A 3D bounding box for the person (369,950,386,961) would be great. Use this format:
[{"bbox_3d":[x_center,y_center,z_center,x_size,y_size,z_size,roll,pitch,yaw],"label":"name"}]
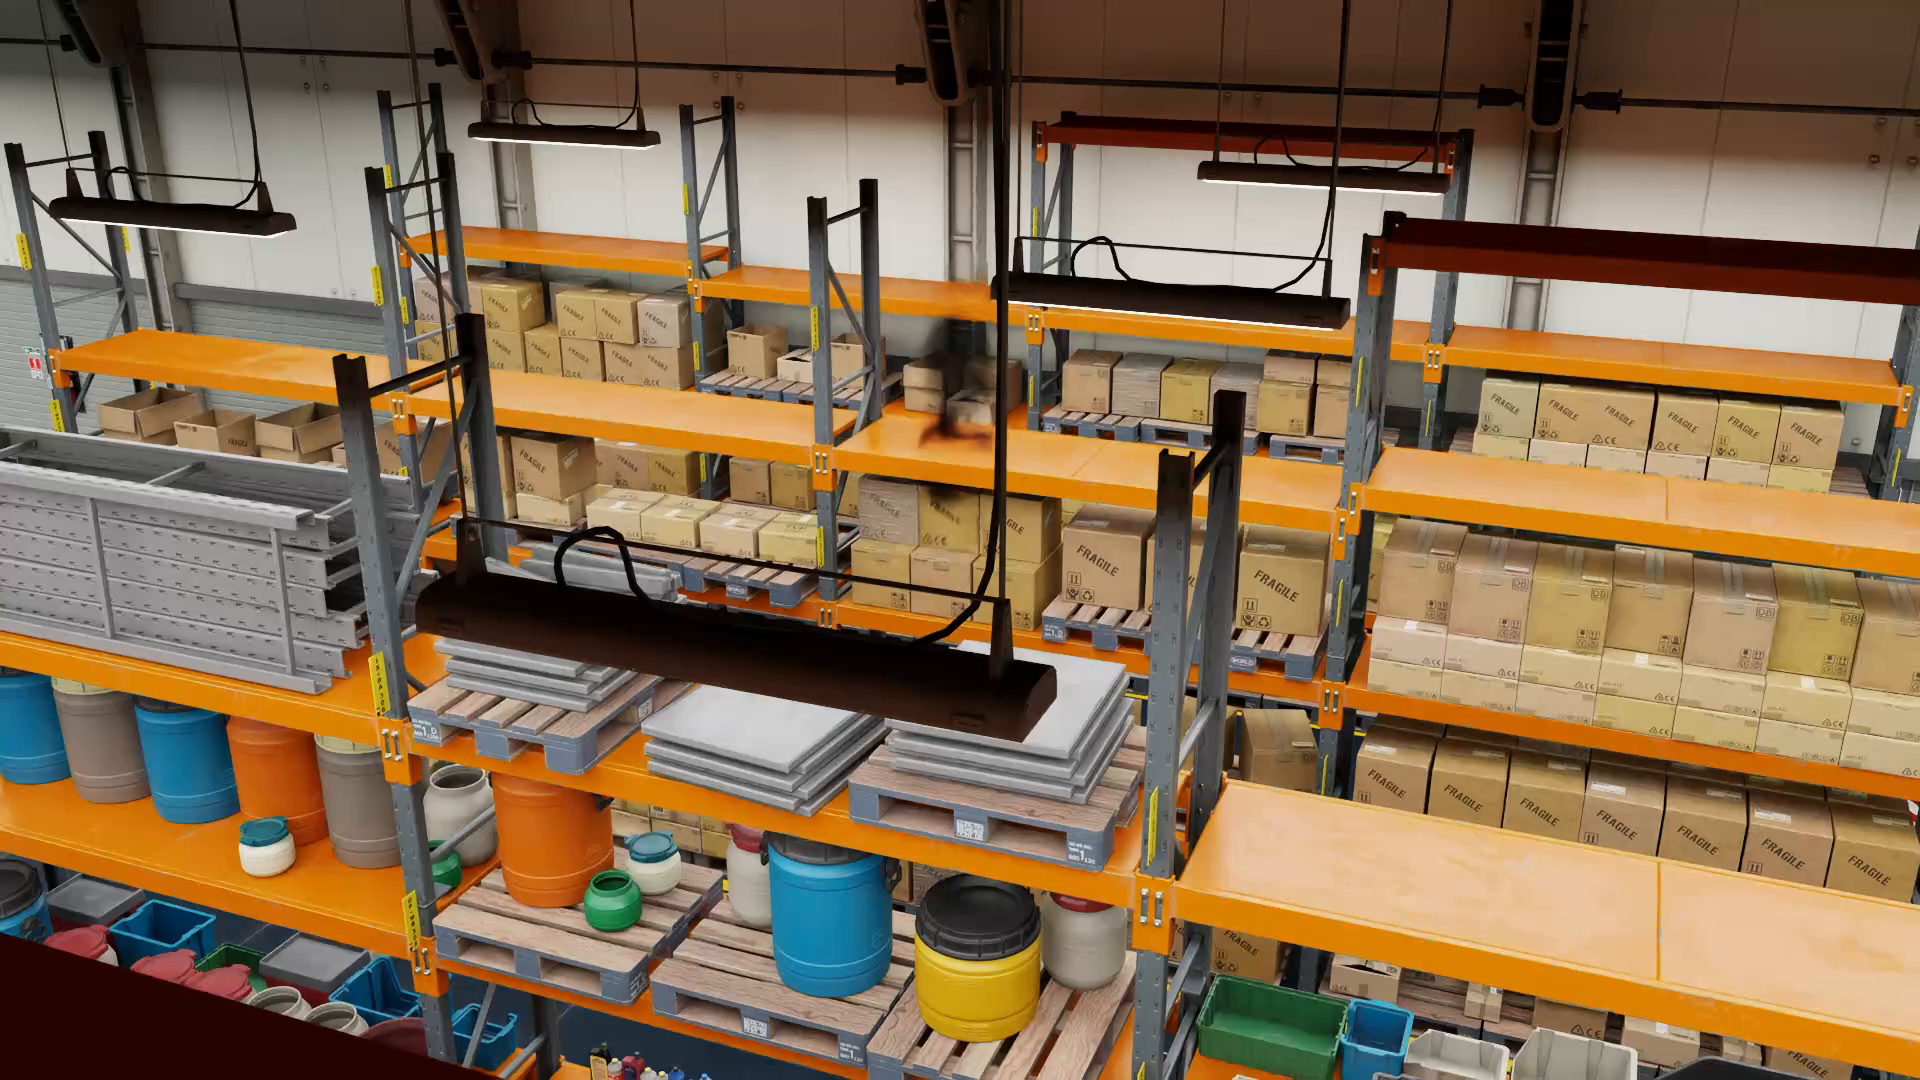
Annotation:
[{"bbox_3d":[-4.373,3.090,12.148,1.011,1.572,0.670,10,23,25],"label":"person"}]
